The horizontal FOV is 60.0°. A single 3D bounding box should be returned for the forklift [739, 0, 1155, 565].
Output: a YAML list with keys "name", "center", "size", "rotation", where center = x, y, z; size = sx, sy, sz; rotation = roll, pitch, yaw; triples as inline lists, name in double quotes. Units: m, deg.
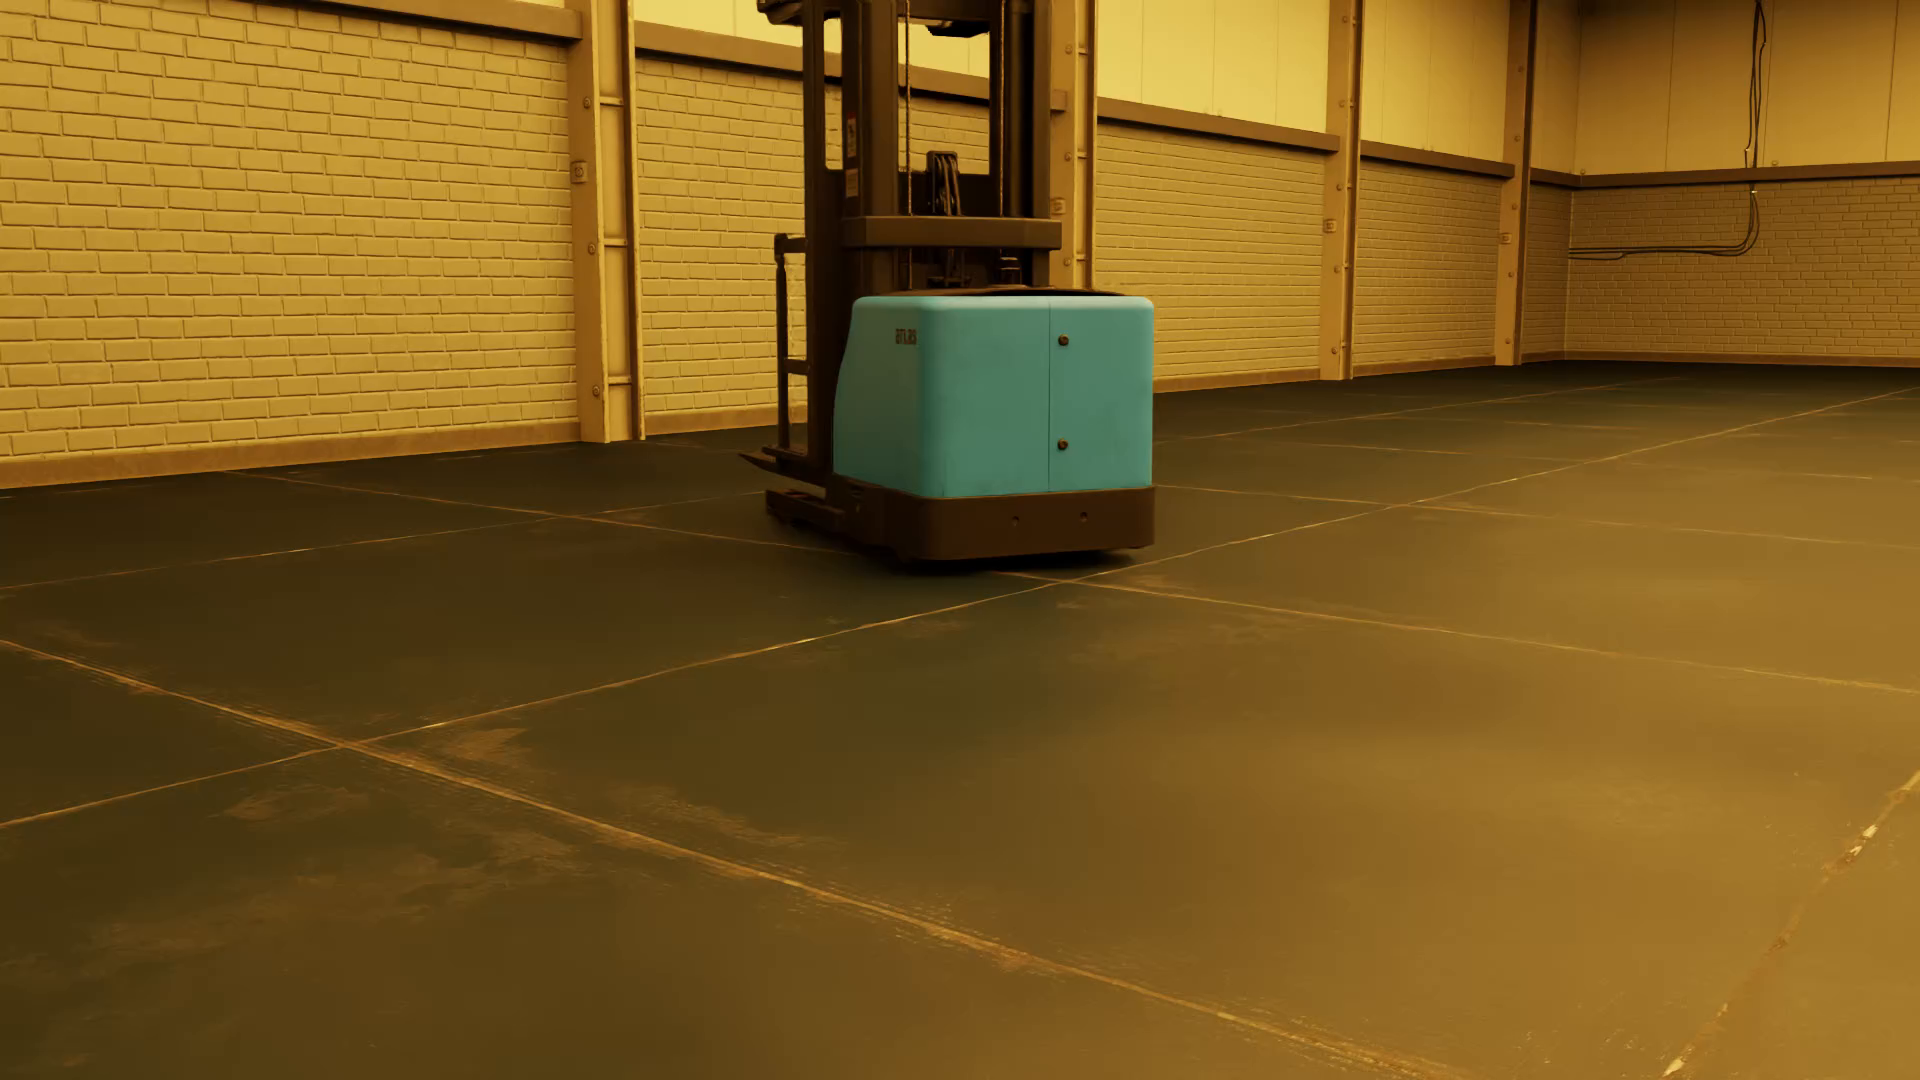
- name: "forklift"
  center: [-0.277, -1.526, 7.710]
  size: [1.130, 2.935, 3.031]
  rotation: [-4, 9, -24]
